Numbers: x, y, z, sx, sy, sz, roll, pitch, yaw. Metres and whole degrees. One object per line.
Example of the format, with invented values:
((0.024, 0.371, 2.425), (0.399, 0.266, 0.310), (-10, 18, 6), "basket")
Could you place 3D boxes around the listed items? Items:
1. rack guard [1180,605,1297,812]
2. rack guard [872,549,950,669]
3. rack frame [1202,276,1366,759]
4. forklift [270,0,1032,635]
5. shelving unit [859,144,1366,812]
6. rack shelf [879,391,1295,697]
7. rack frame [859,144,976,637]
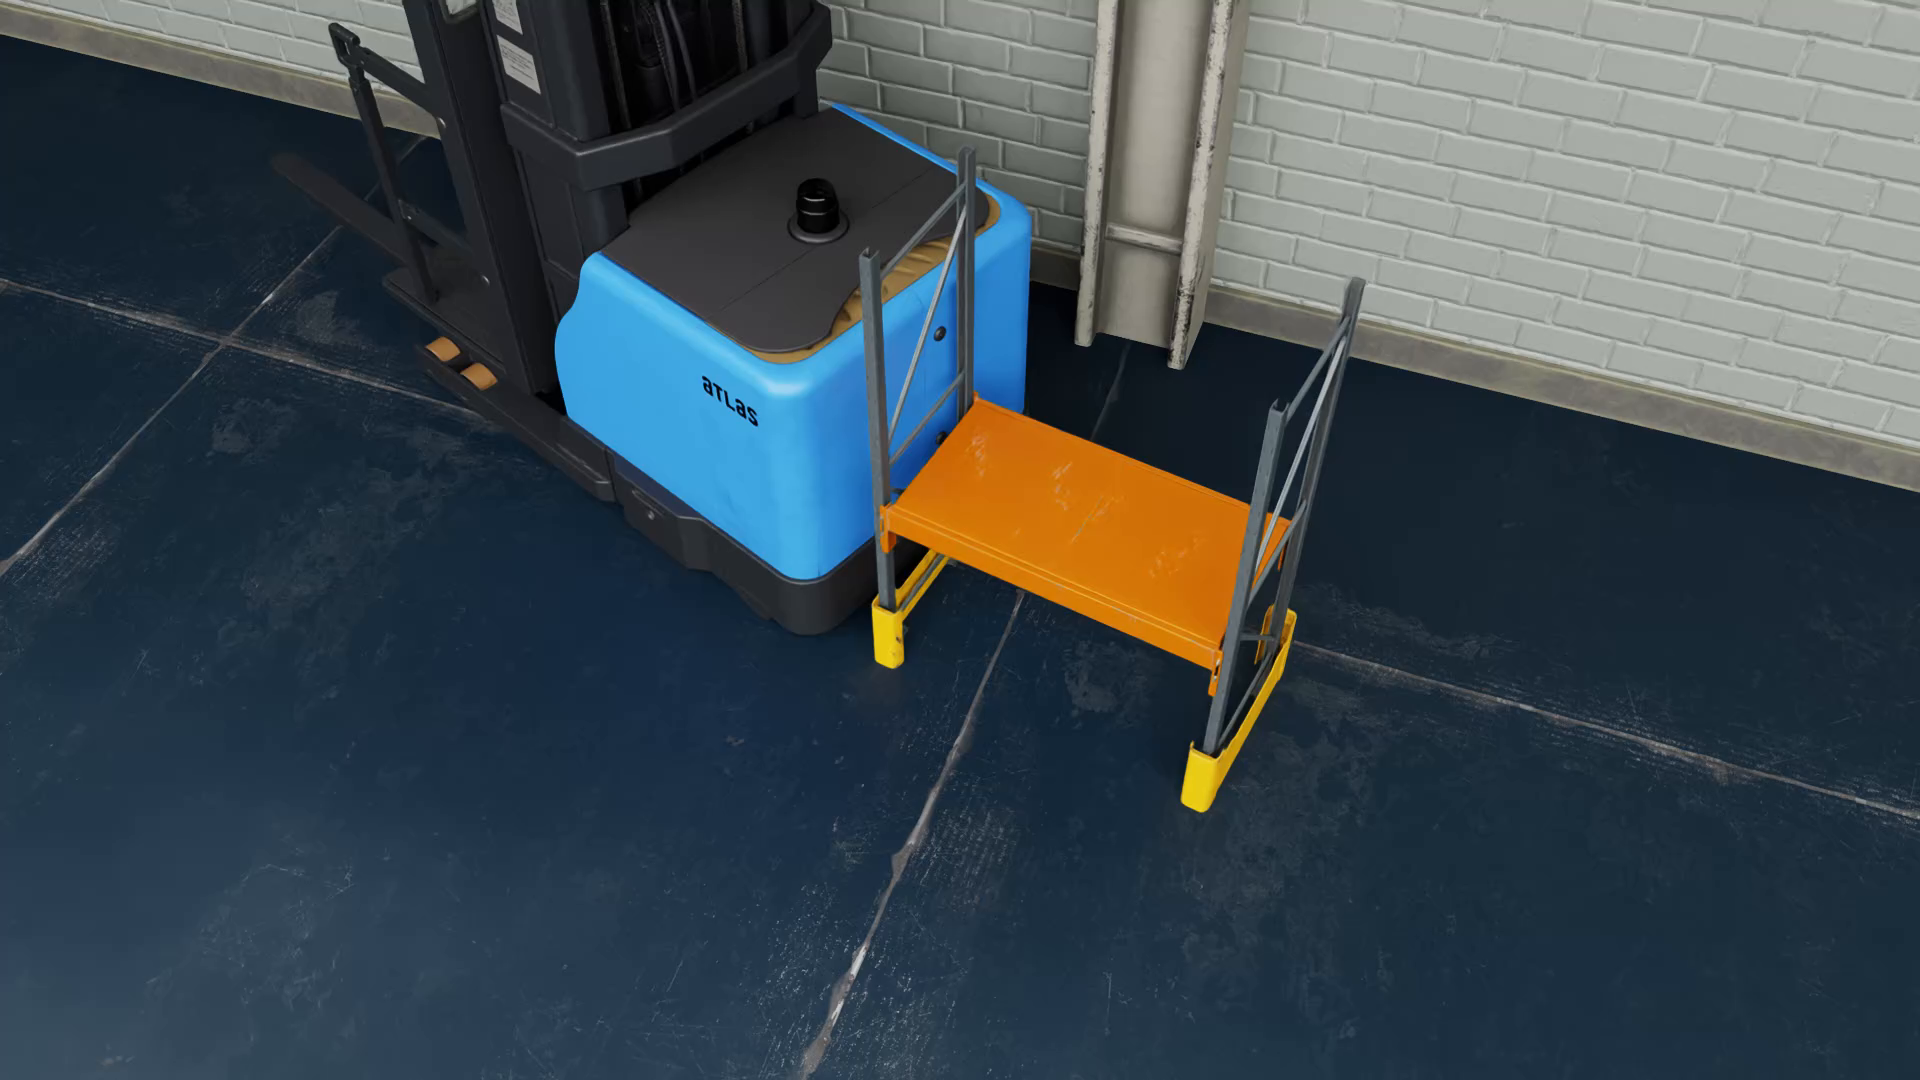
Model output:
((0.786, 0.469, 4.679), (0.087, 0.250, 0.587), (23, 53, 19), "rack guard")
((-0.080, 0.097, 5.001), (0.087, 0.250, 0.587), (23, 53, 19), "rack guard")
((0.787, 0.060, 4.206), (0.032, 1.500, 0.500), (23, 53, 19), "rack frame")
((-1.217, -1.656, 4.745), (3.031, 2.935, 1.130), (34, 57, 26), "forklift")
((0.353, -0.127, 4.367), (1.083, 1.500, 0.587), (23, 53, 19), "shelving unit")
((0.345, -0.012, 4.506), (1.000, 0.185, 0.538), (23, 53, 19), "rack shelf")
((-0.097, -0.320, 4.535), (0.032, 1.500, 0.500), (23, 53, 19), "rack frame")
